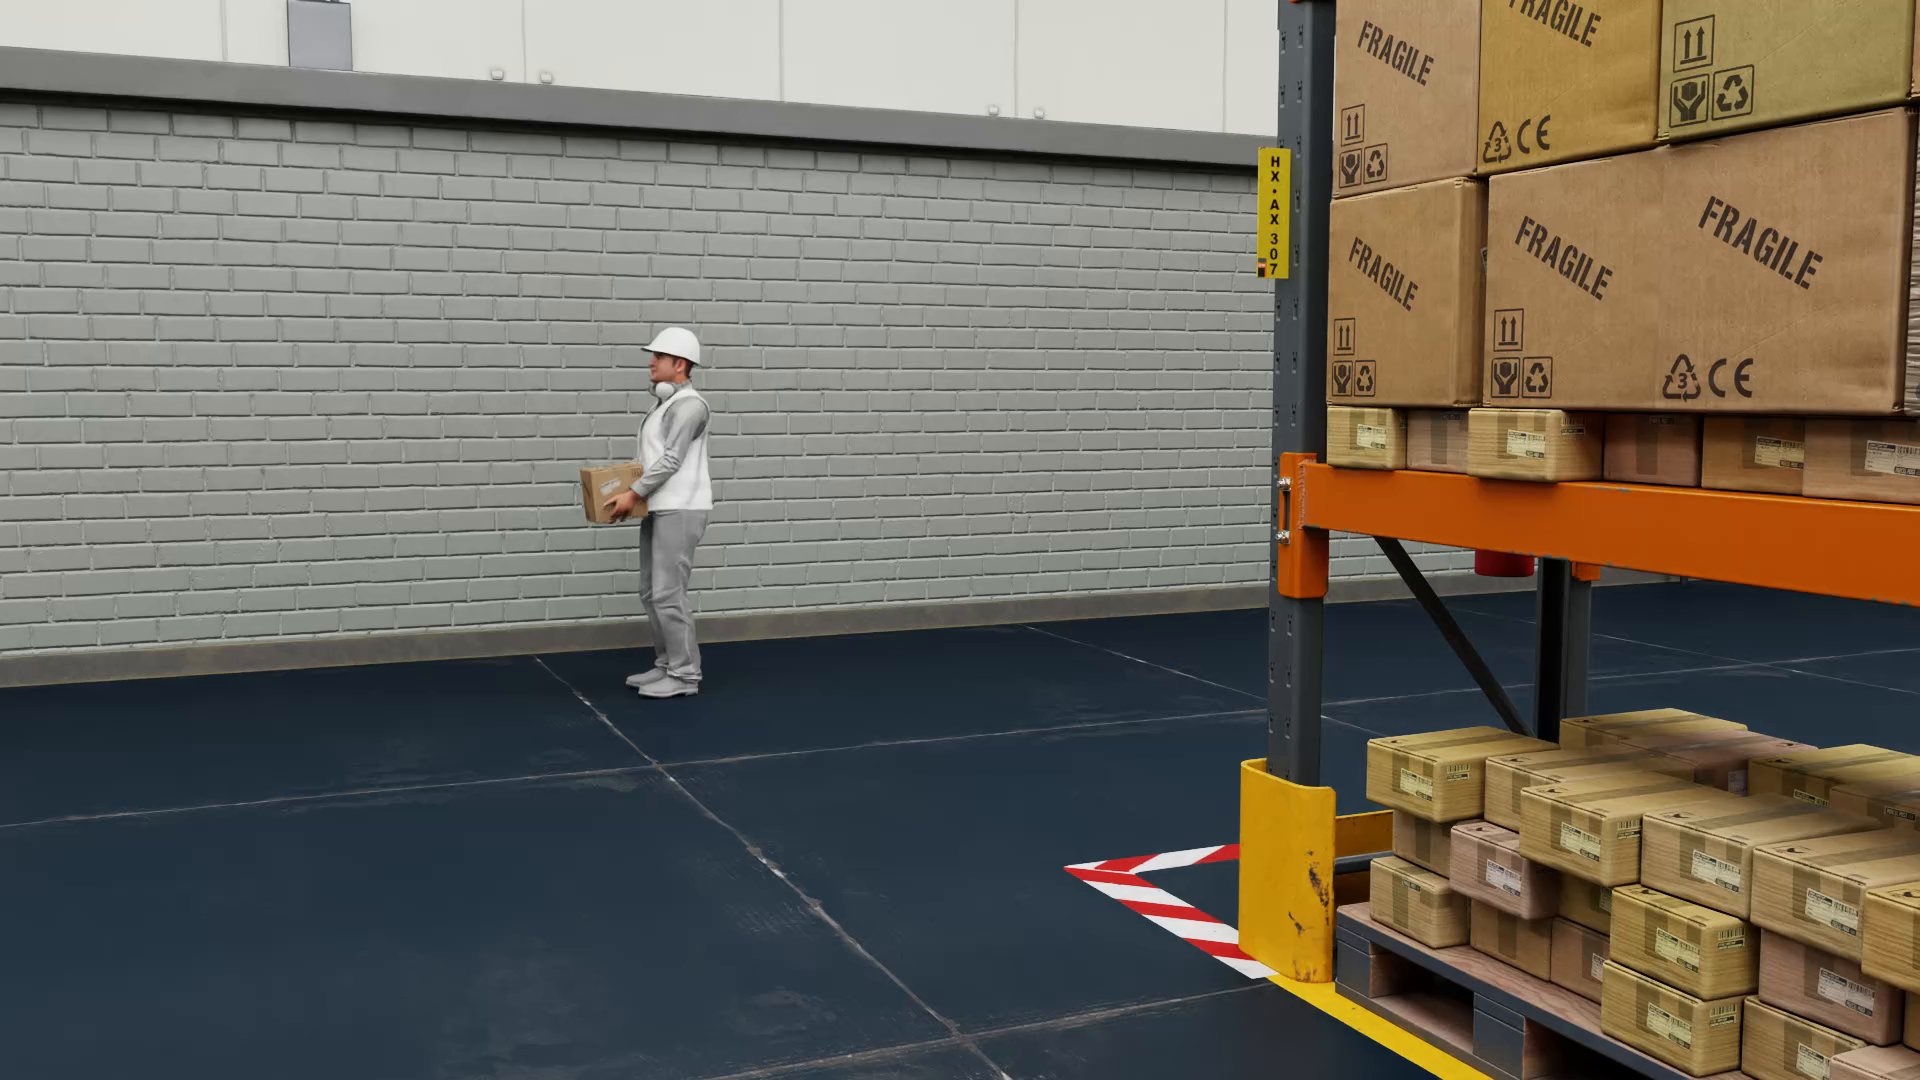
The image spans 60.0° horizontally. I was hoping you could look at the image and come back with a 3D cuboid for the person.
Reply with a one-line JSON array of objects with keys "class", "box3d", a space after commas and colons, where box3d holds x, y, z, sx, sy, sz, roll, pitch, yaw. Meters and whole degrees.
[{"class": "person", "box3d": [-1.486, -0.137, 8.054, 0.542, 1.775, 0.514, -2, 6, -24]}]
